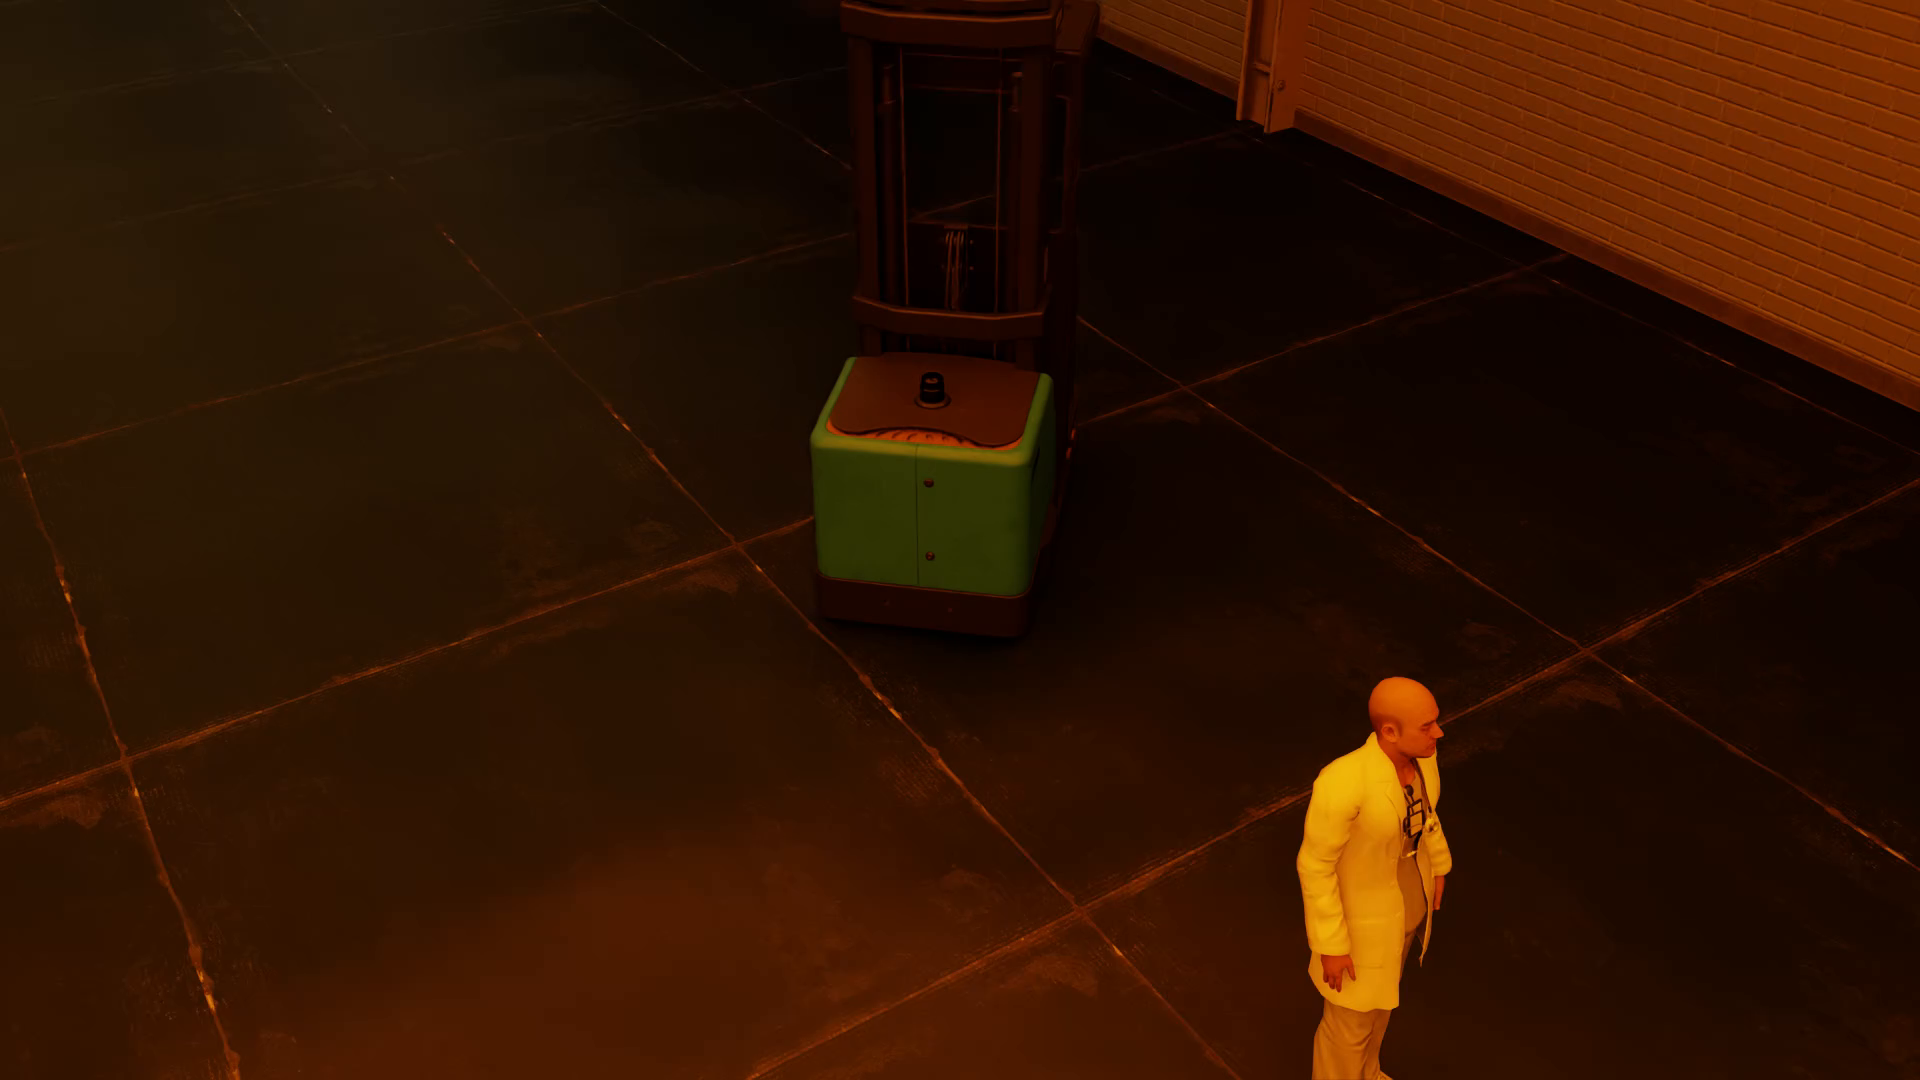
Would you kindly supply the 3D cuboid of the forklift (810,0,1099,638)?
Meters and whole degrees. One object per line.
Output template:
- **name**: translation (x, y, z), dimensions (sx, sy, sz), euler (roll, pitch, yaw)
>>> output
- **forklift**: translation (0.067, -1.574, 8.387), dimensions (1.130, 2.935, 3.031), euler (6, 36, 8)

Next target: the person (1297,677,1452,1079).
- **person**: translation (1.417, 1.240, 5.372), dimensions (0.698, 1.777, 0.580), euler (-29, 44, -34)
